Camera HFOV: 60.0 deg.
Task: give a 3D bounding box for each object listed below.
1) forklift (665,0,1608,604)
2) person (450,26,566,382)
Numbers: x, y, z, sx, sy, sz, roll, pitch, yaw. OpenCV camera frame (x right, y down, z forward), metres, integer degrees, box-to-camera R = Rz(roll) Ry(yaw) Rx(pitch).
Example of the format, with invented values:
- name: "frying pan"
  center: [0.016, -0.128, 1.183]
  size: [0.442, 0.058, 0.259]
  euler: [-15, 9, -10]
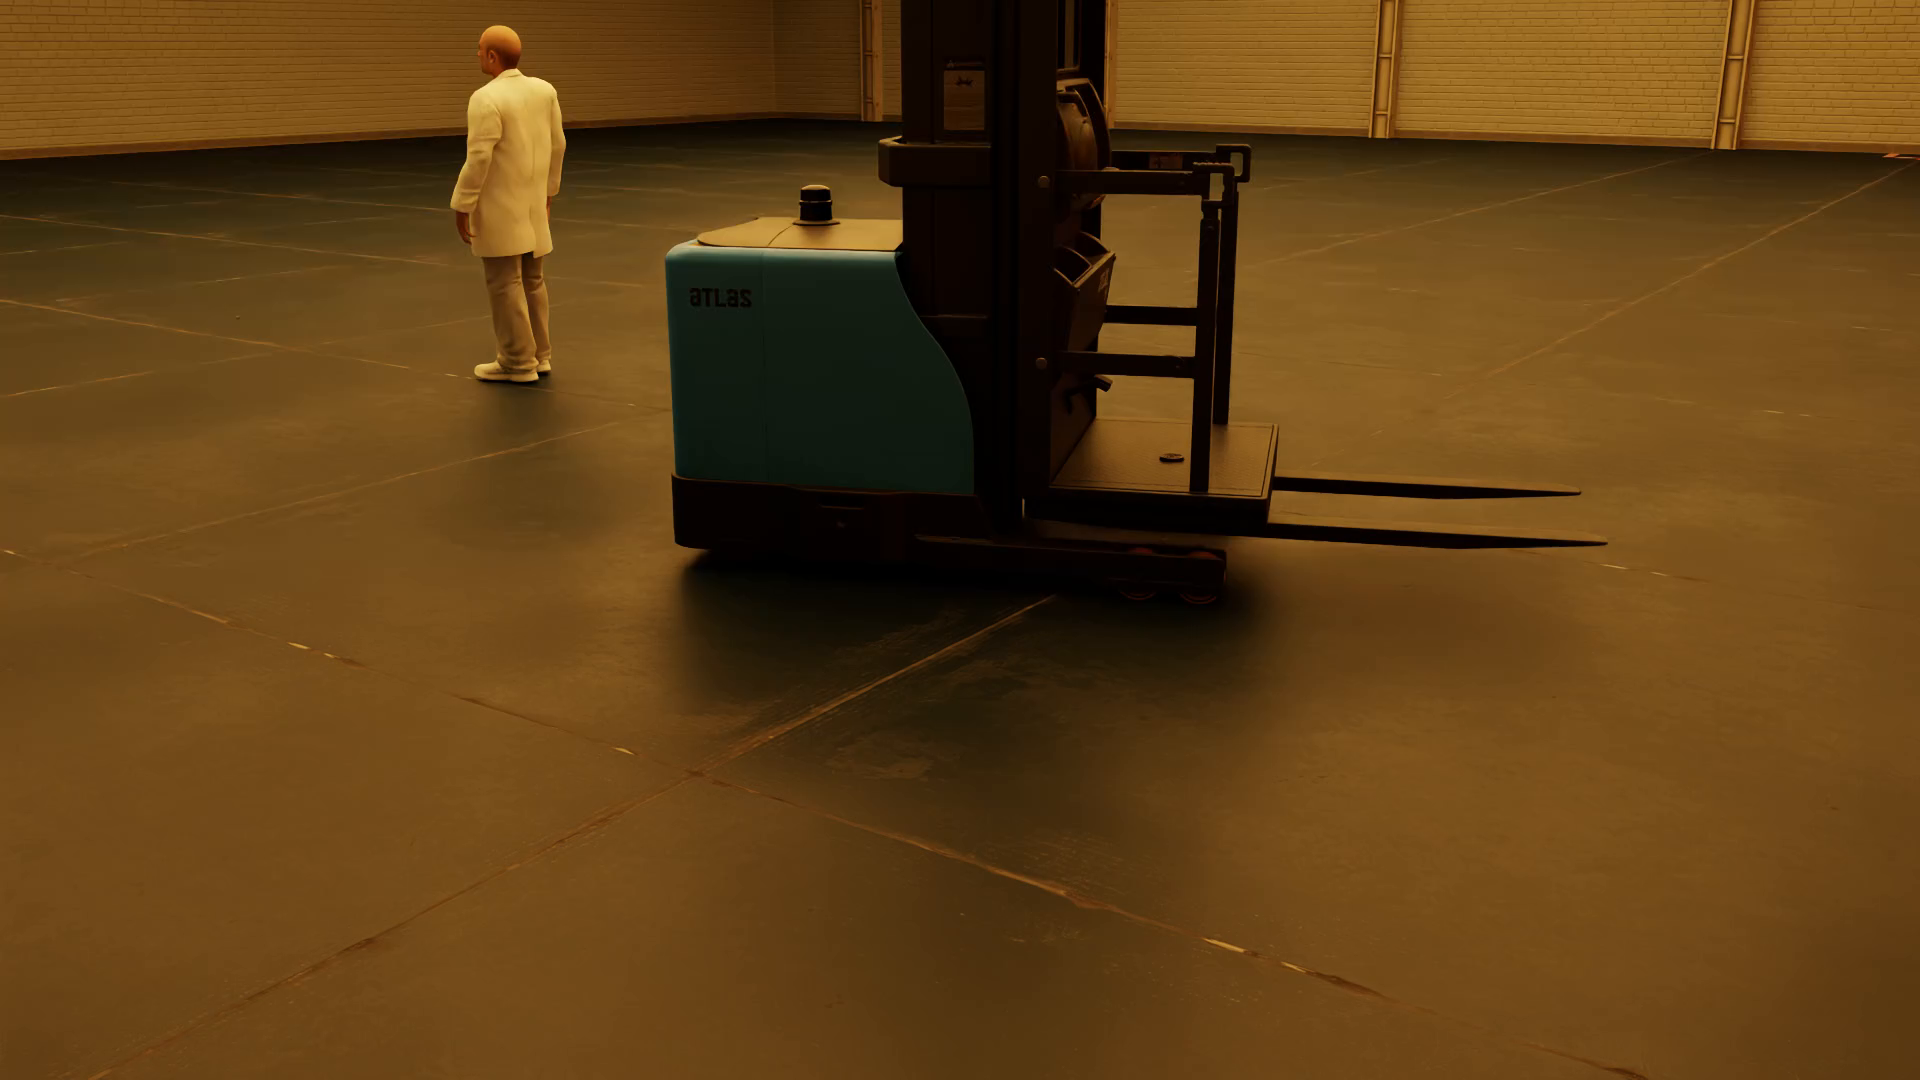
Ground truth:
- name: "forklift"
  center: [0.595, -1.367, 5.404]
  size: [3.031, 2.935, 1.130]
  euler: [4, 17, 12]
- name: "person"
  center: [-2.372, -1.701, 8.509]
  size: [0.579, 1.778, 0.698]
  euler: [10, 19, 29]
